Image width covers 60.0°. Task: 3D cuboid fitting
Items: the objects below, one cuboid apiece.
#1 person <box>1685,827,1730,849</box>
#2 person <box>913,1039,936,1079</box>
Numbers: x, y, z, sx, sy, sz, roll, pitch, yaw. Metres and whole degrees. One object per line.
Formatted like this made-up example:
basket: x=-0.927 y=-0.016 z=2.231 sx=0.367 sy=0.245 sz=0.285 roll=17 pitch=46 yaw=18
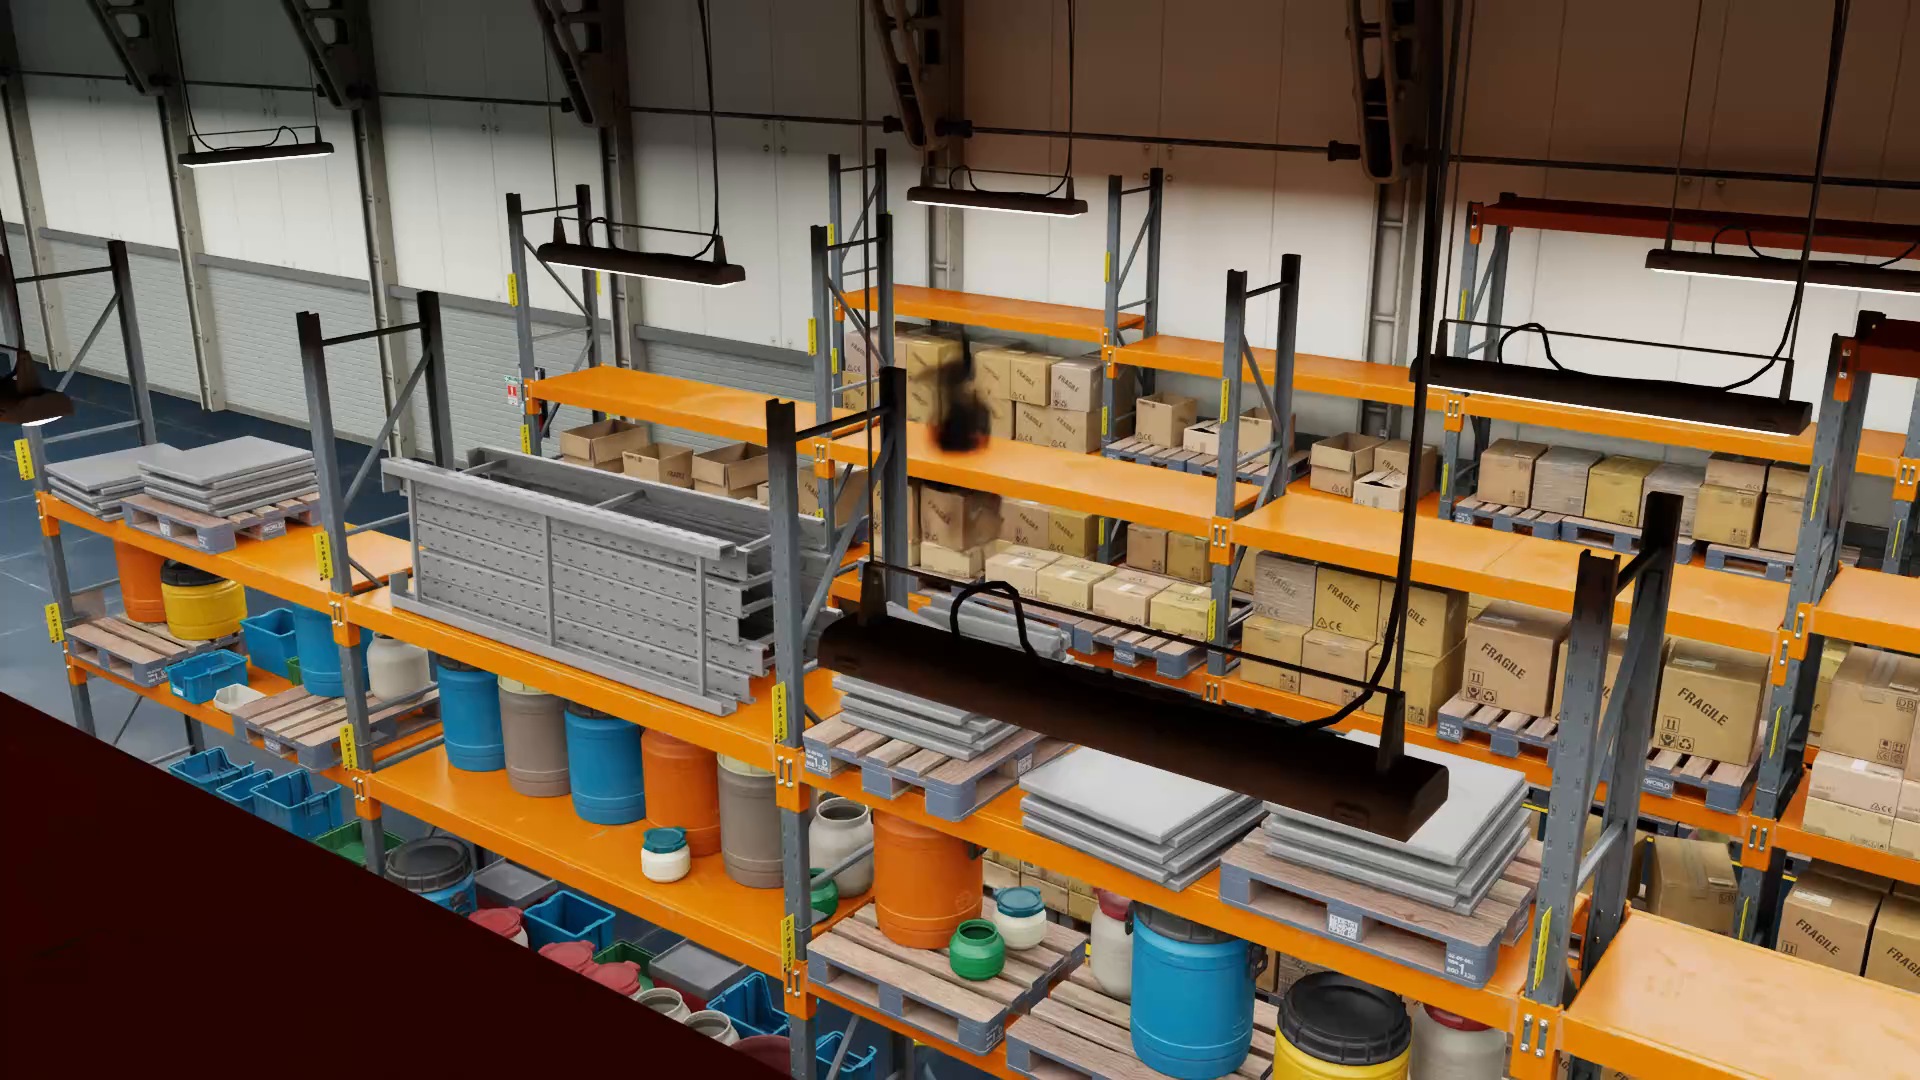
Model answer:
person: x=6.598 y=2.644 z=14.587 sx=0.688 sy=1.688 sz=0.558 roll=9 pitch=20 yaw=24
person: x=-0.320 y=3.481 z=11.924 sx=0.653 sy=1.721 sz=0.679 roll=12 pitch=22 yaw=31
